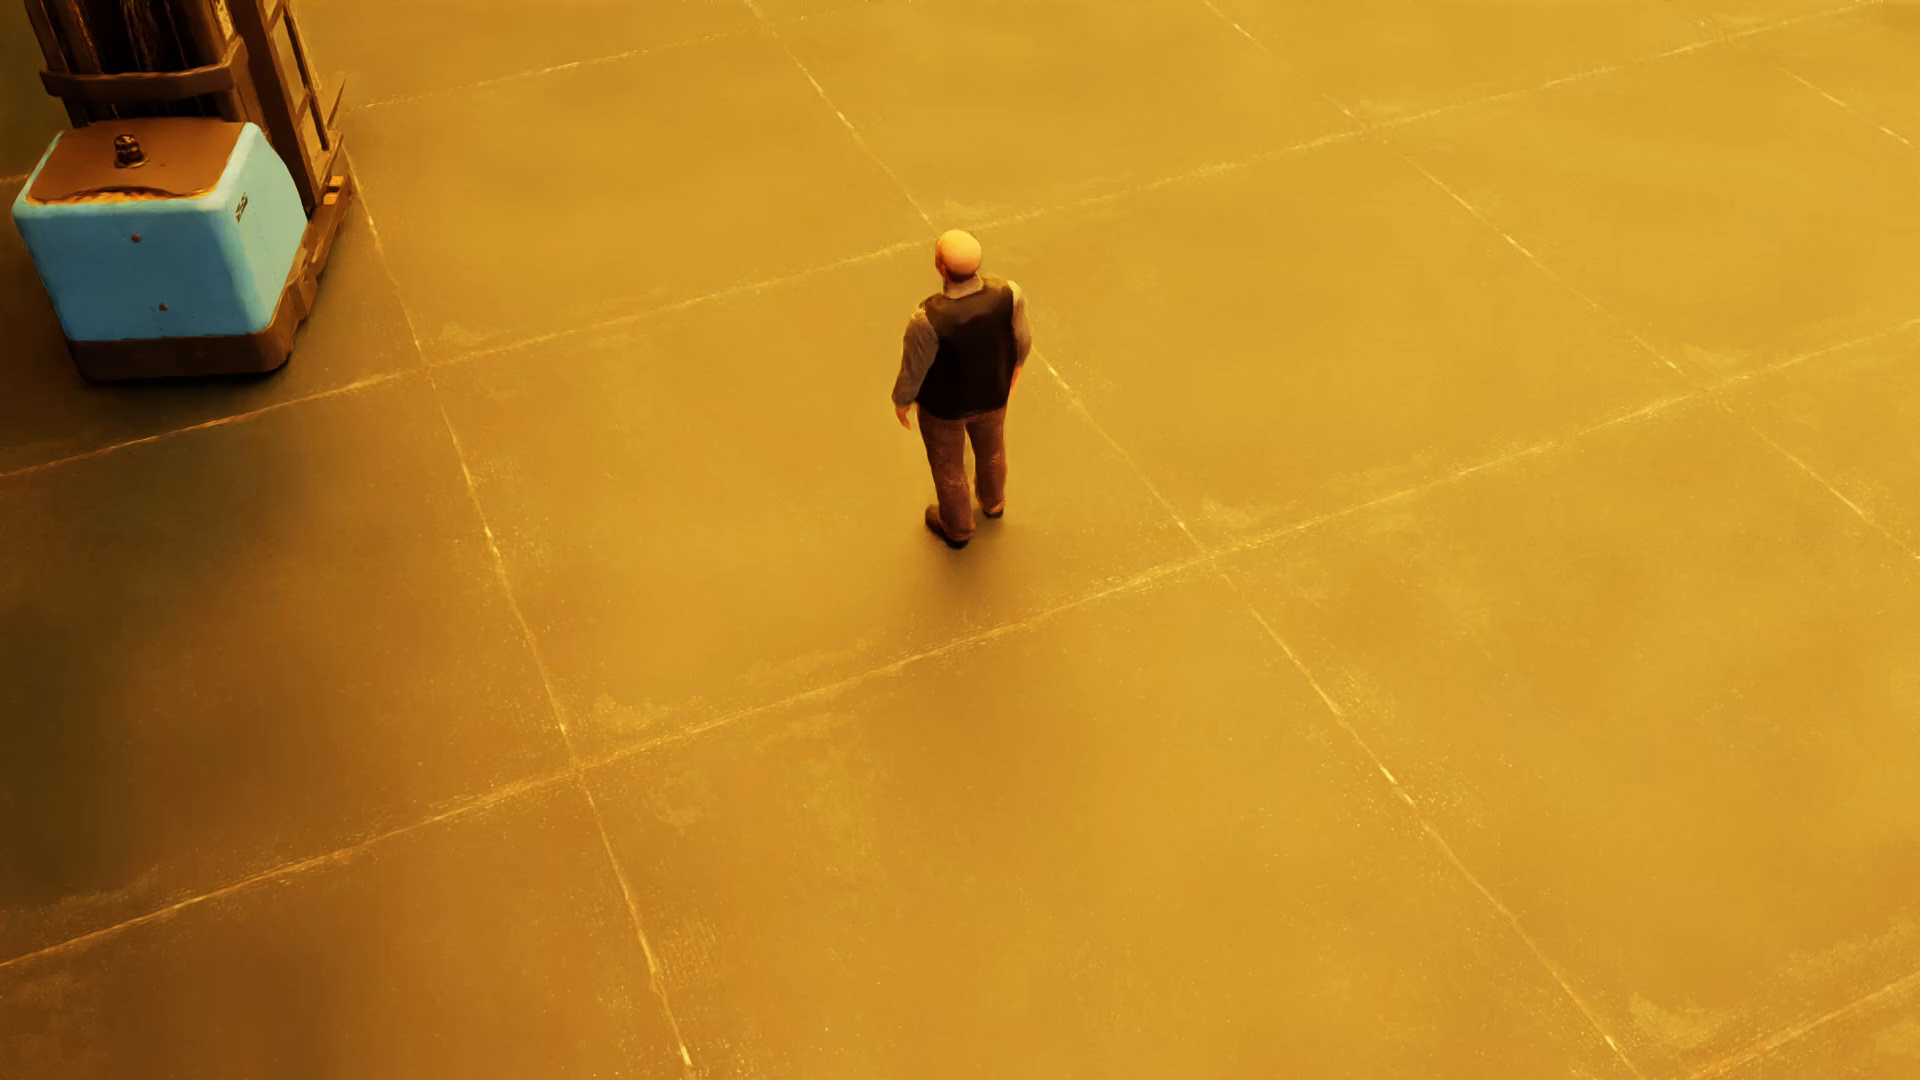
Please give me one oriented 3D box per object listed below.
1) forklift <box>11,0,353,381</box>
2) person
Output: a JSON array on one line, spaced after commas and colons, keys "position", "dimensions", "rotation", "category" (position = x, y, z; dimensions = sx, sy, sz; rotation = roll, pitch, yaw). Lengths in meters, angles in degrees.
[{"position": [-4.186, -2.897, 8.785], "dimensions": [1.130, 2.935, 3.031], "rotation": [-3, 43, -4], "category": "forklift"}, {"position": [-0.019, -0.676, 7.280], "dimensions": [0.632, 1.720, 0.567], "rotation": [-18, 46, -18], "category": "person"}]
